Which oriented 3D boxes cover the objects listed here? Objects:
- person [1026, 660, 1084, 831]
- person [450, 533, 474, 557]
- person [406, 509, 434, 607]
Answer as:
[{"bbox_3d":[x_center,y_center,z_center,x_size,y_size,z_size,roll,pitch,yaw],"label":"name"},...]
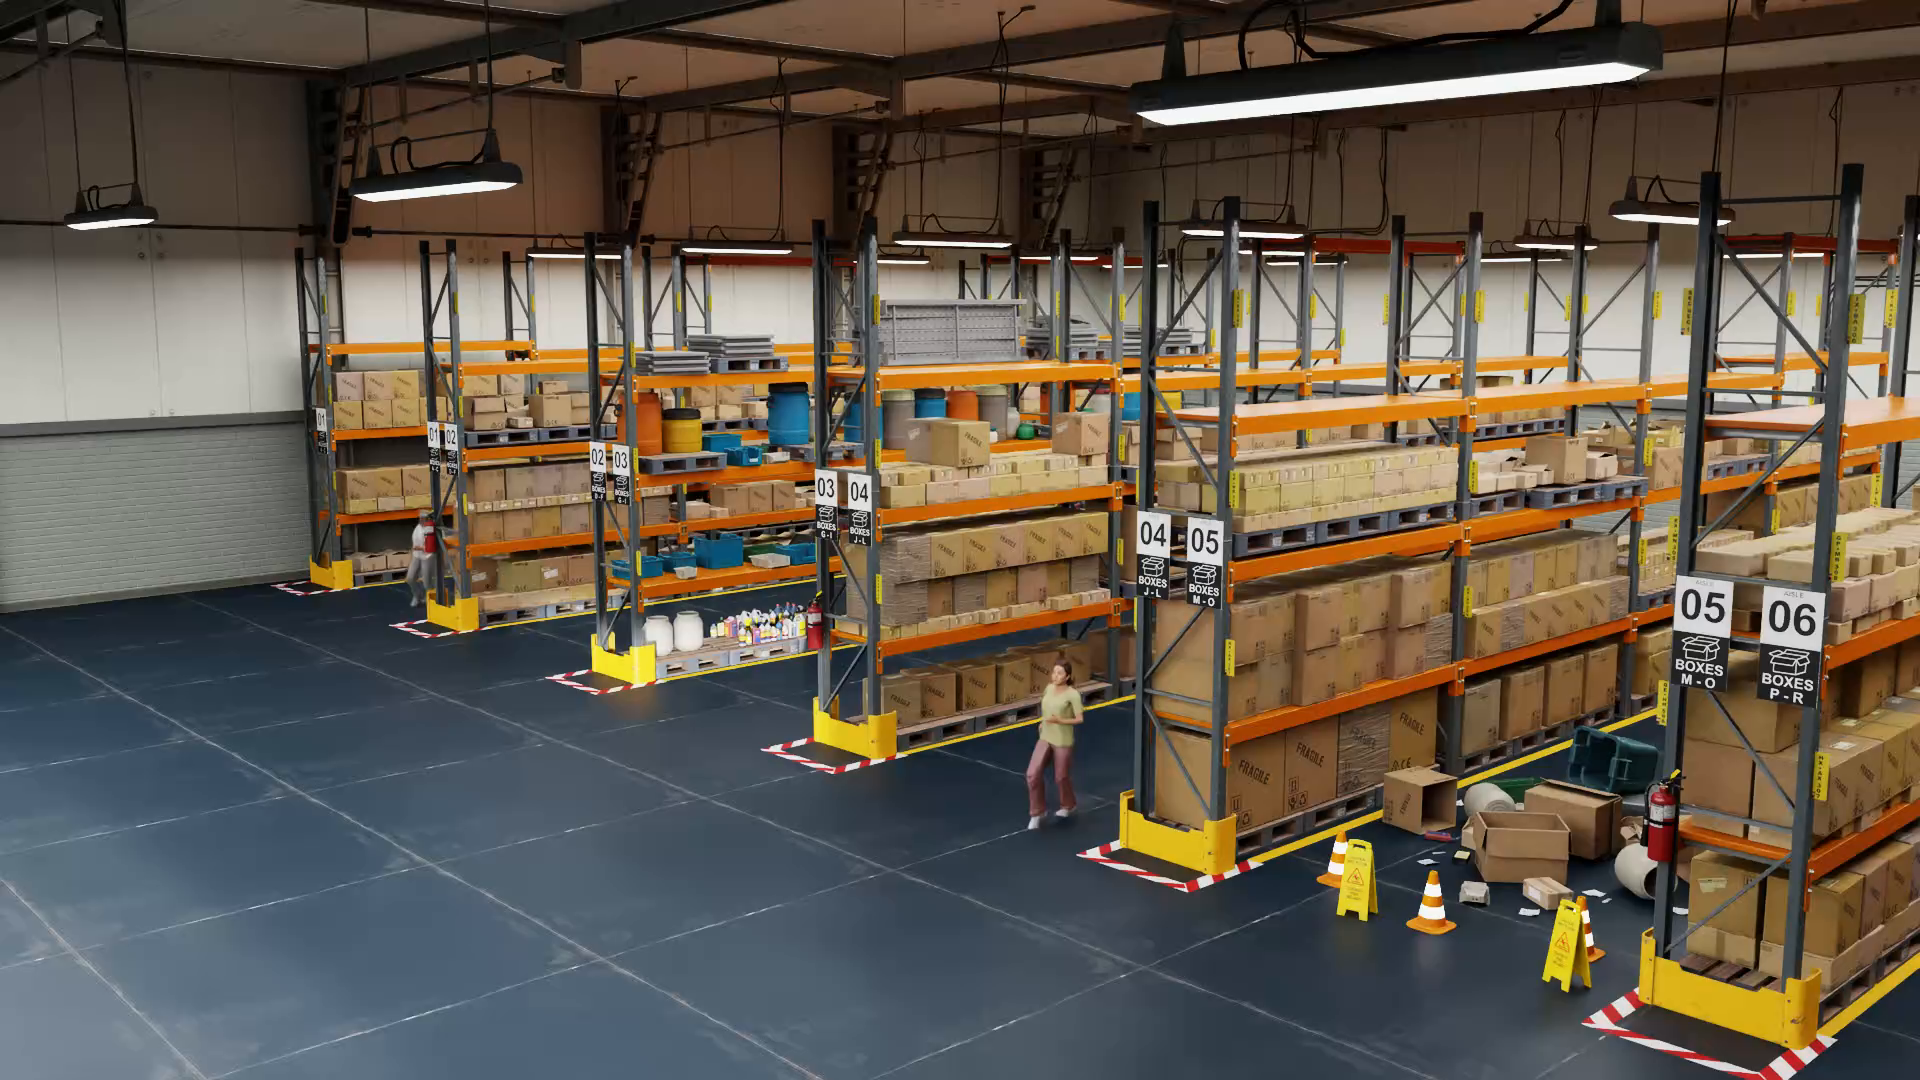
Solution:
[{"bbox_3d":[0.972,2.000,16.214,0.576,1.716,0.698,6,10,35],"label":"person"},{"bbox_3d":[-8.235,0.234,28.036,0.582,1.751,0.781,7,11,41],"label":"person"},{"bbox_3d":[-8.899,0.308,27.675,0.597,1.696,0.631,2,9,16],"label":"person"}]
